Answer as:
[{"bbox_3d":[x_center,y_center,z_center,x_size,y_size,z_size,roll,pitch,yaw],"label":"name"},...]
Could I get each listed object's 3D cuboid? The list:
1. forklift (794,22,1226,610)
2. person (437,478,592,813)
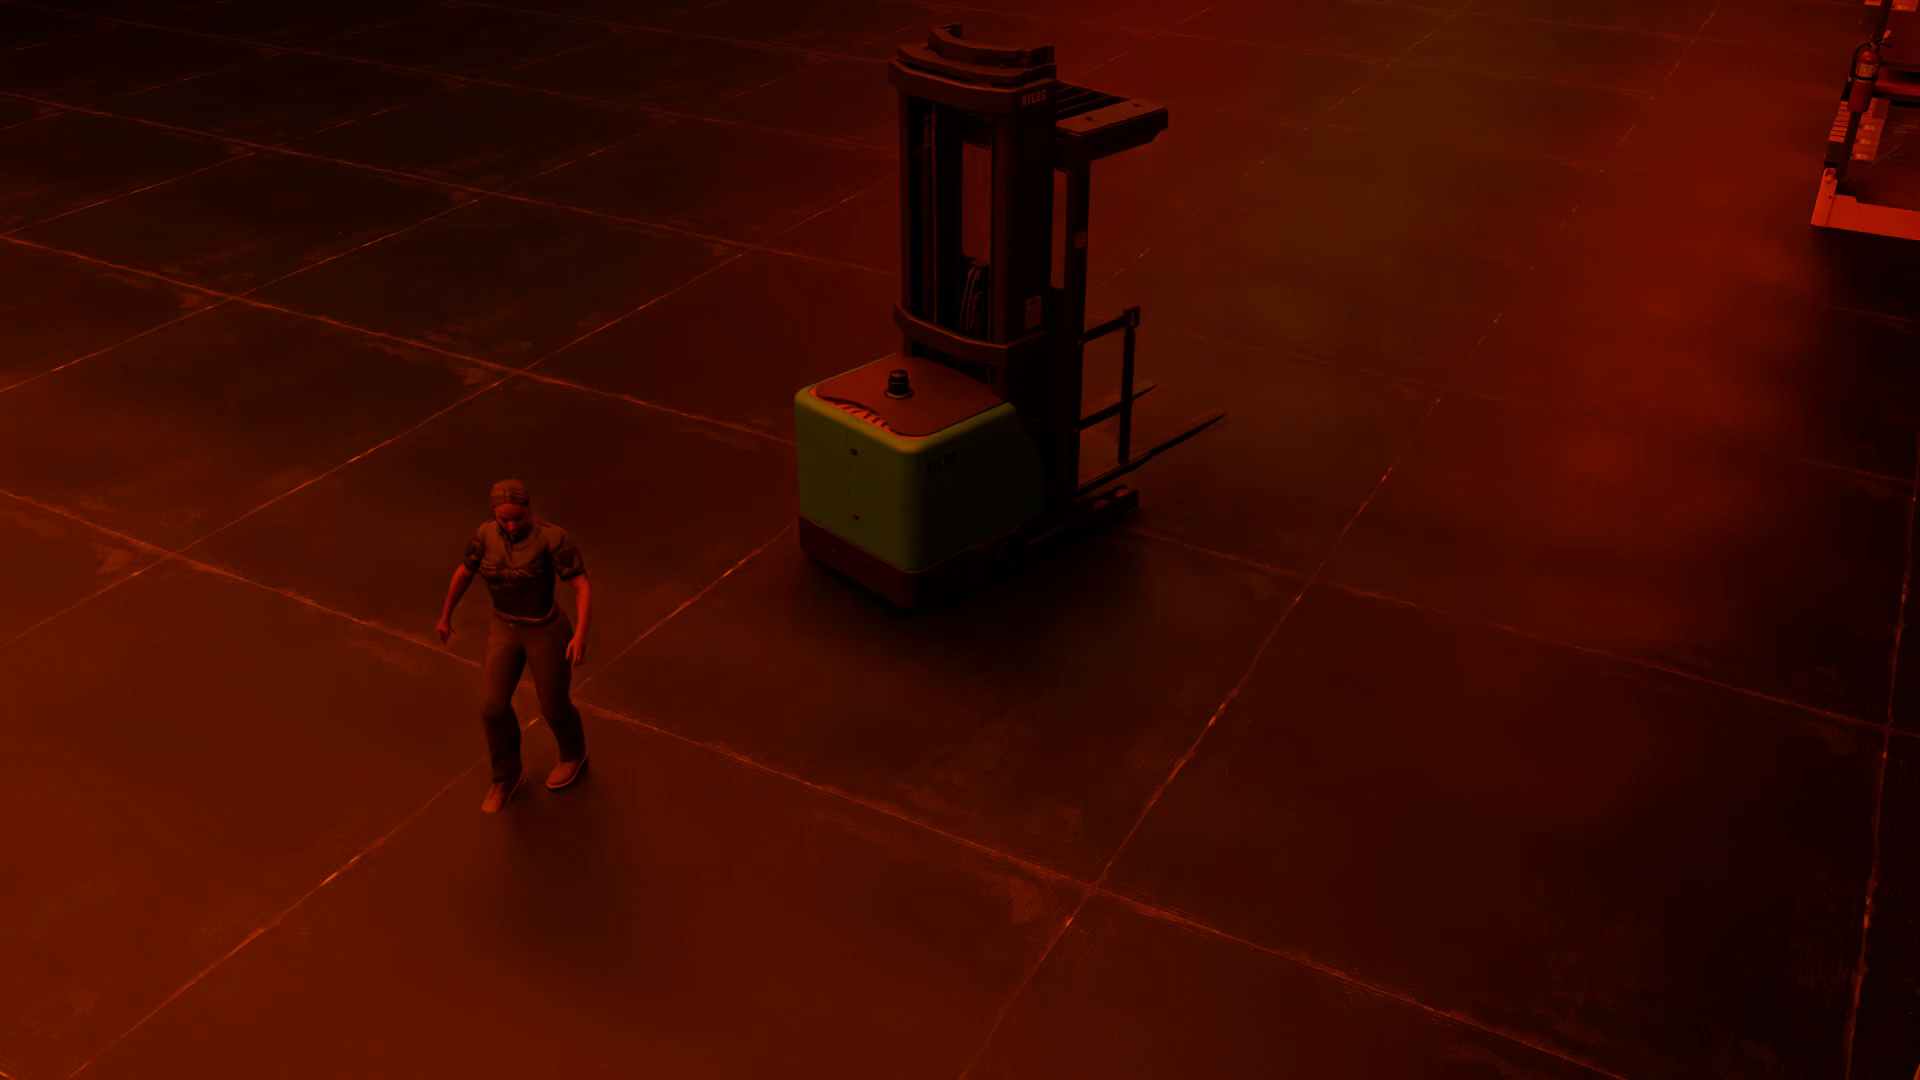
[{"bbox_3d":[0.456,-1.517,9.699,3.031,2.935,1.130,-26,39,-37],"label":"forklift"},{"bbox_3d":[-2.007,0.496,7.571,0.899,1.687,0.551,9,31,15],"label":"person"}]
